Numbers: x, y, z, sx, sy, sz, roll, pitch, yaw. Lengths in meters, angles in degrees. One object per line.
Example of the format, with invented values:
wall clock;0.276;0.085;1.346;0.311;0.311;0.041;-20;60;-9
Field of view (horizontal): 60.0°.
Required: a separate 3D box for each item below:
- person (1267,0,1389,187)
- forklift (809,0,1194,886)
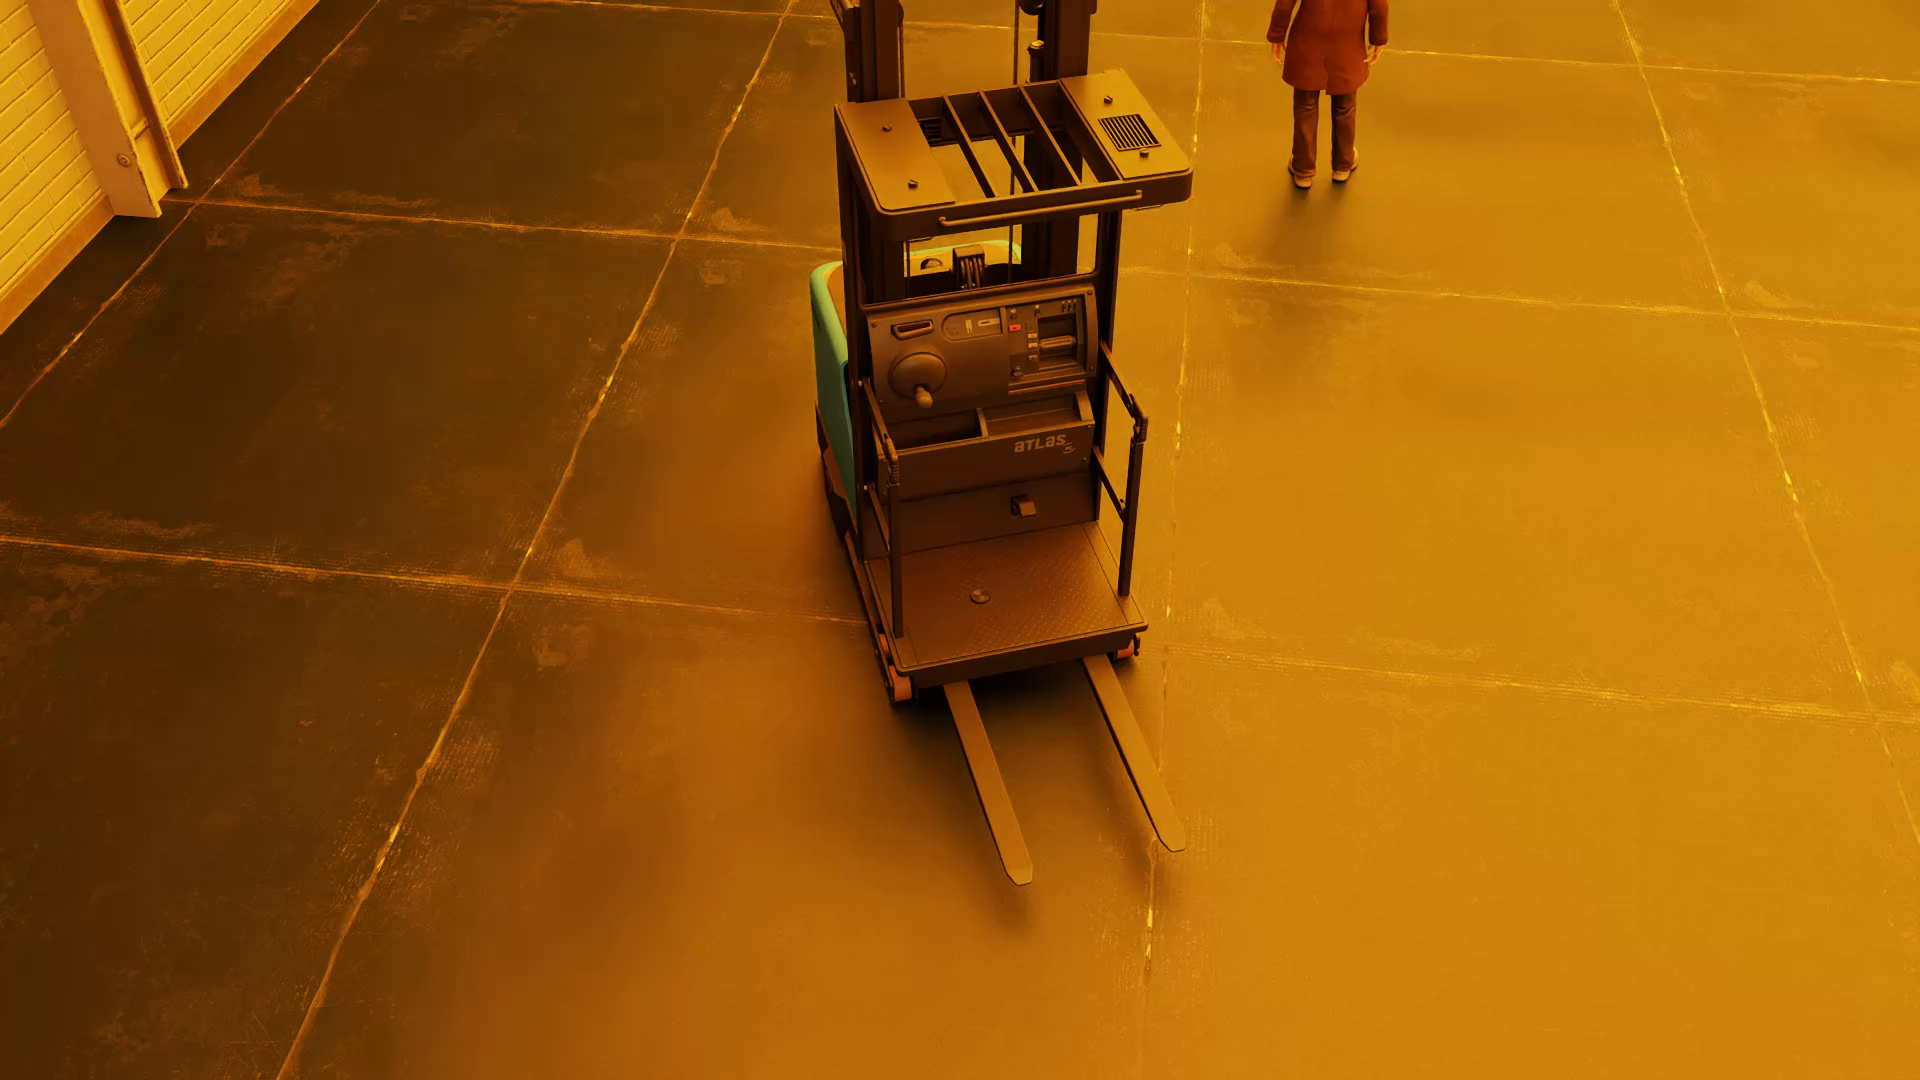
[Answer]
person;2.151;-2.939;9.766;0.695;1.777;0.580;7;43;8
forklift;0.153;-0.681;6.465;1.130;2.935;3.031;-10;44;-11
